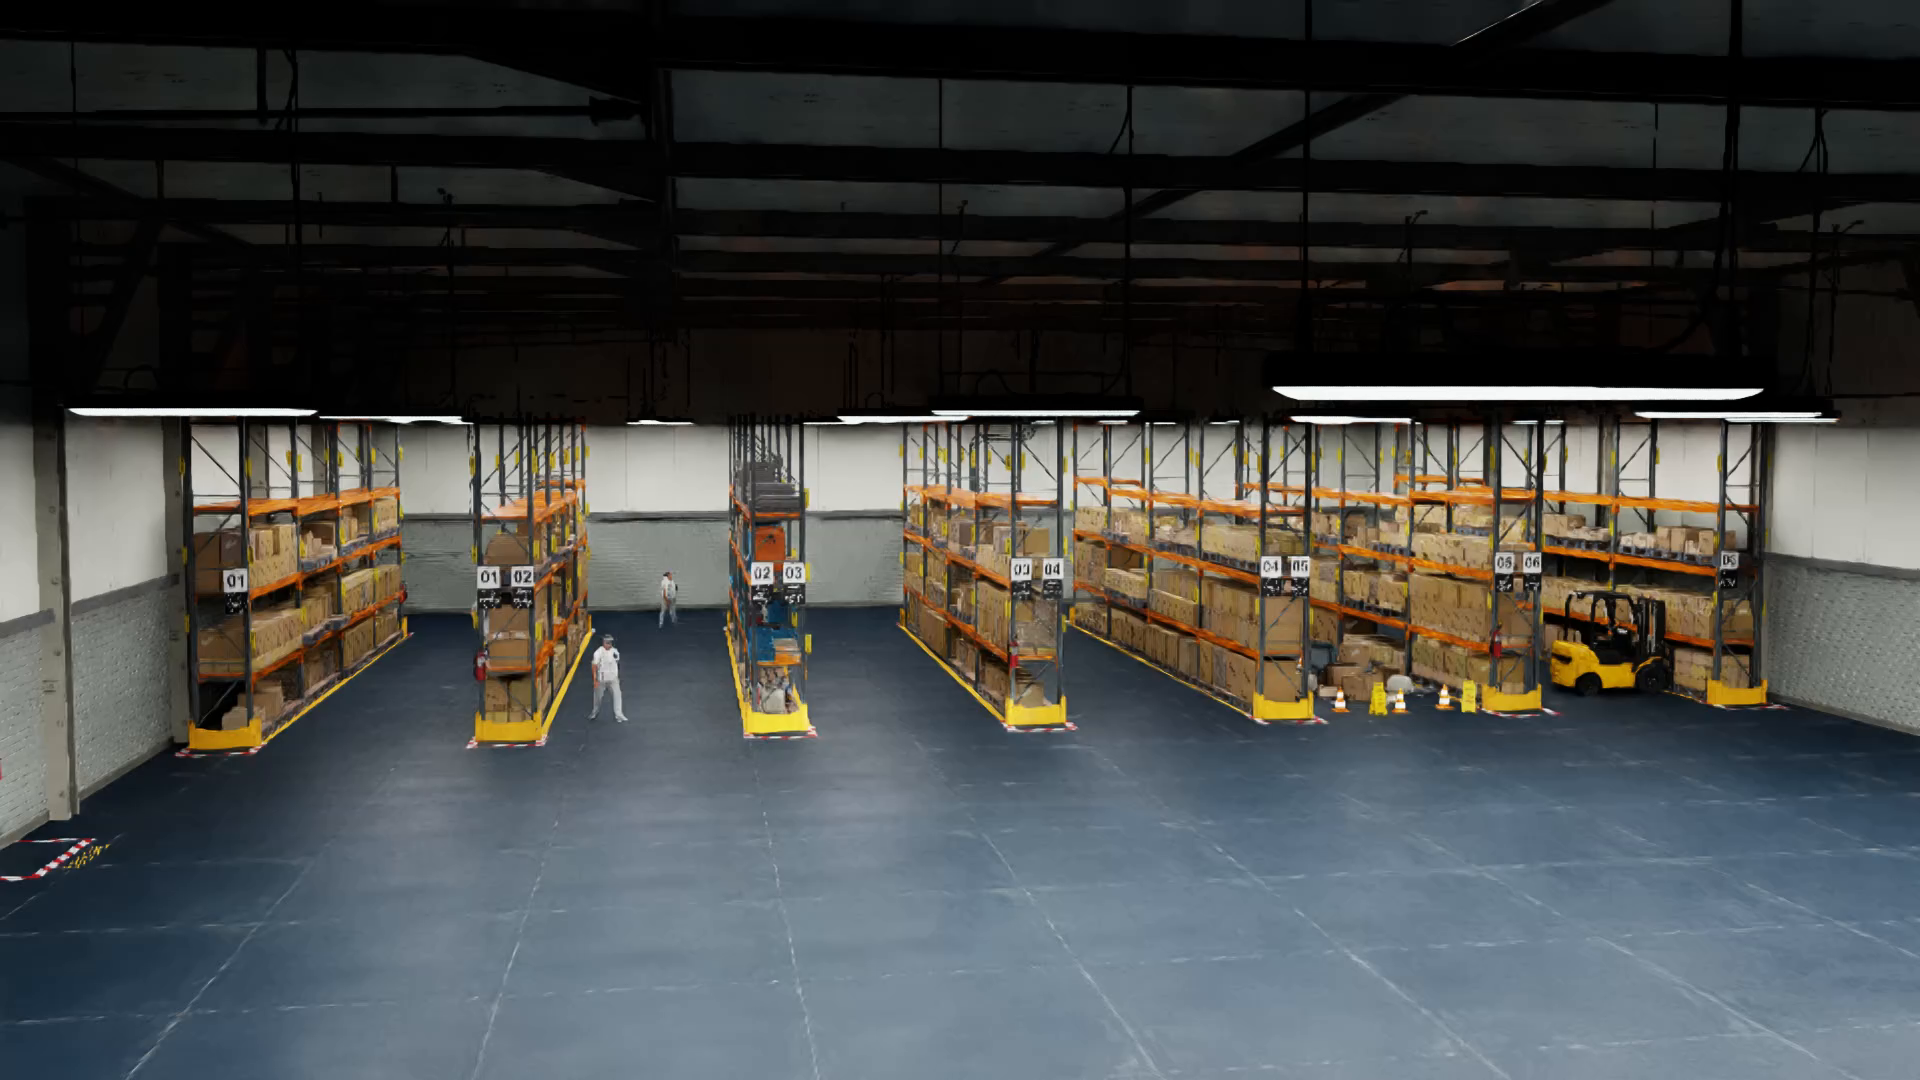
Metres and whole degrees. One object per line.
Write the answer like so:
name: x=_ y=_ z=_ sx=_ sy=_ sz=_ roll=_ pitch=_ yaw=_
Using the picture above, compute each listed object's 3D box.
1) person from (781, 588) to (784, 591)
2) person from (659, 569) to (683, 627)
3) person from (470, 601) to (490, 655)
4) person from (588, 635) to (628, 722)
person: x=-4.748 y=1.788 z=45.860 sx=0.451 sy=1.585 sz=1.097 roll=-1 pitch=4 yaw=-11
person: x=-8.326 y=1.650 z=47.605 sx=0.525 sy=1.657 sz=0.709 roll=1 pitch=4 yaw=20
person: x=-12.039 y=2.070 z=41.932 sx=0.589 sy=1.600 sz=0.820 roll=0 pitch=4 yaw=-4
person: x=-6.862 y=2.675 z=32.310 sx=0.586 sy=1.709 sz=0.972 roll=-2 pitch=5 yaw=-32
